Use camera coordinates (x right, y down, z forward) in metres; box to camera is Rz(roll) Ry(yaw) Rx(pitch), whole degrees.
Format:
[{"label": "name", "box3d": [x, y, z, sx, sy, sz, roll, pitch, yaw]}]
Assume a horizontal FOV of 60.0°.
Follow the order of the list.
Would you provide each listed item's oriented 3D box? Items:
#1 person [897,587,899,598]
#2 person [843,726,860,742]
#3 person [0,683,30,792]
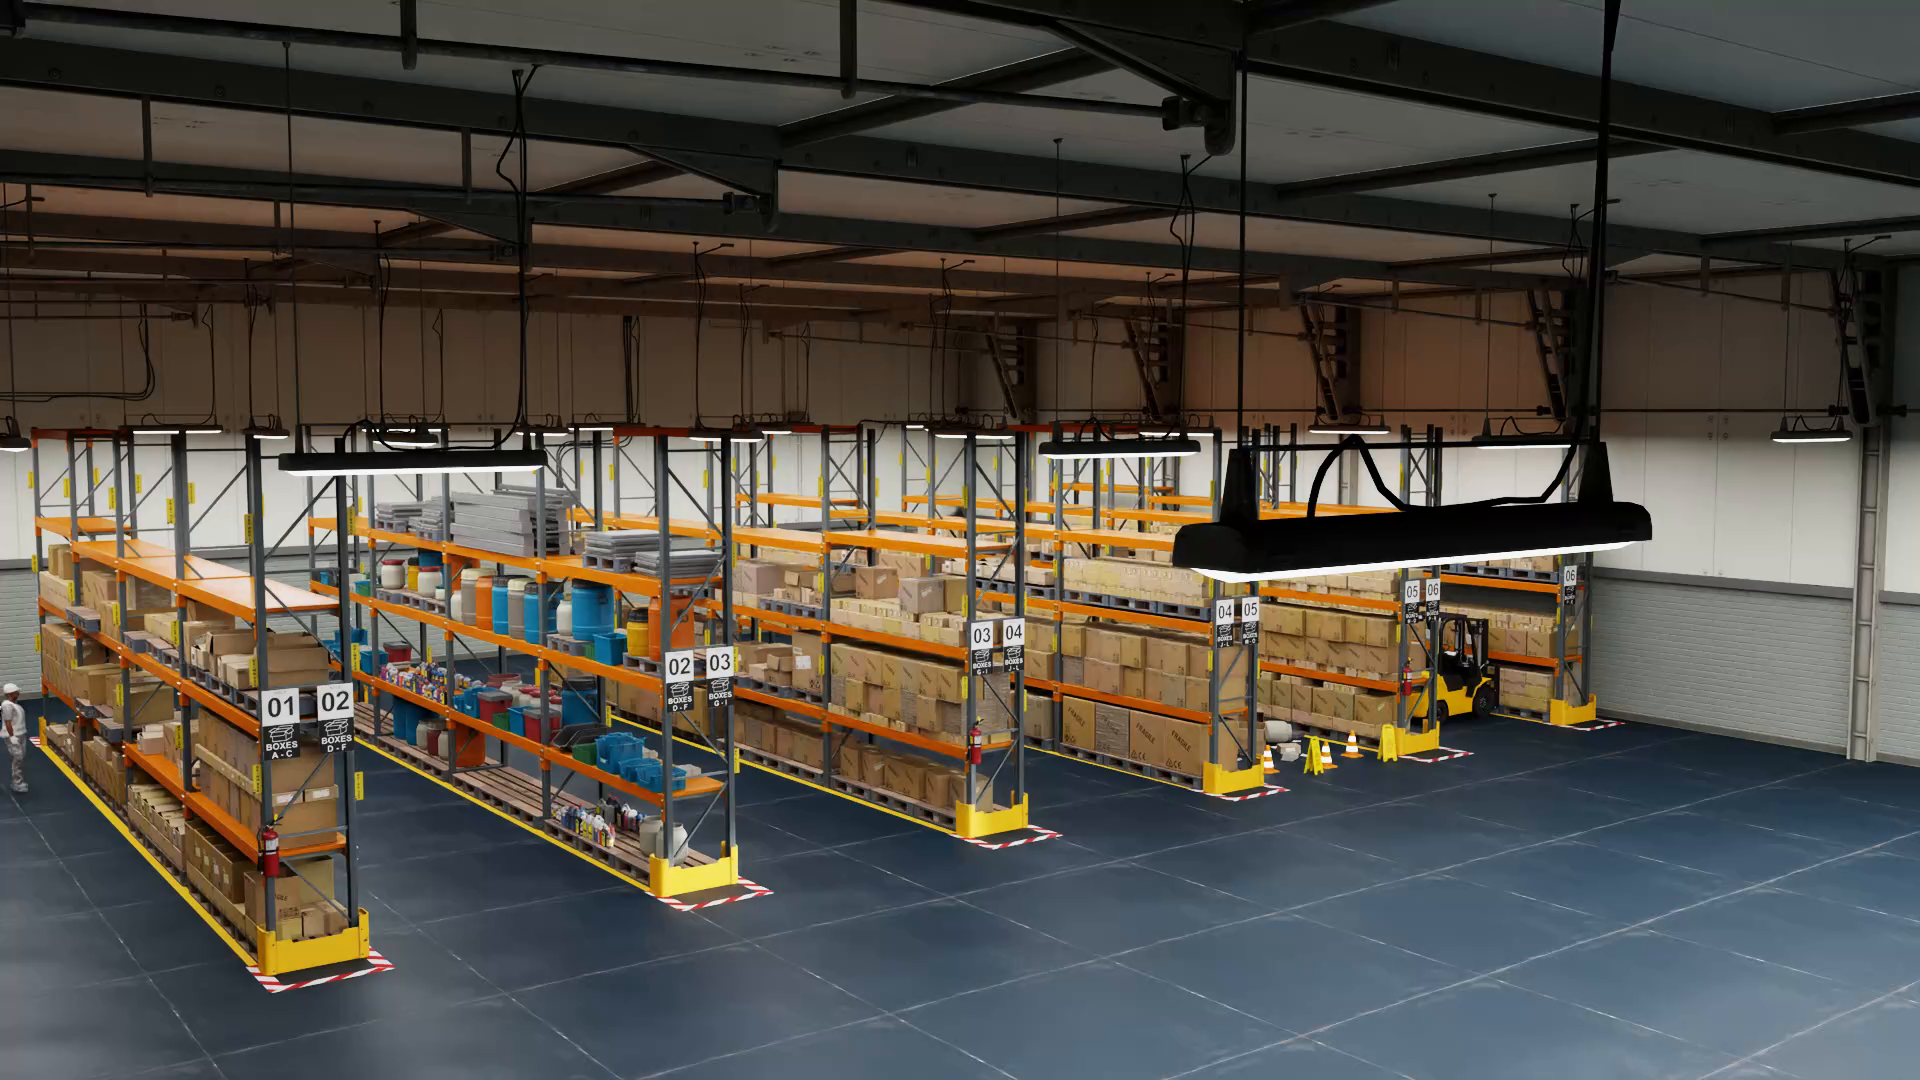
[{"label": "person", "box3d": [-1.663, 1.990, 45.067, 0.902, 1.496, 0.496, 3, 5, 32]}, {"label": "person", "box3d": [-2.061, 3.017, 31.739, 0.331, 1.666, 0.560, -2, 5, -22]}, {"label": "person", "box3d": [-15.727, 3.297, 27.765, 0.561, 1.833, 0.568, 0, 4, -2]}]
